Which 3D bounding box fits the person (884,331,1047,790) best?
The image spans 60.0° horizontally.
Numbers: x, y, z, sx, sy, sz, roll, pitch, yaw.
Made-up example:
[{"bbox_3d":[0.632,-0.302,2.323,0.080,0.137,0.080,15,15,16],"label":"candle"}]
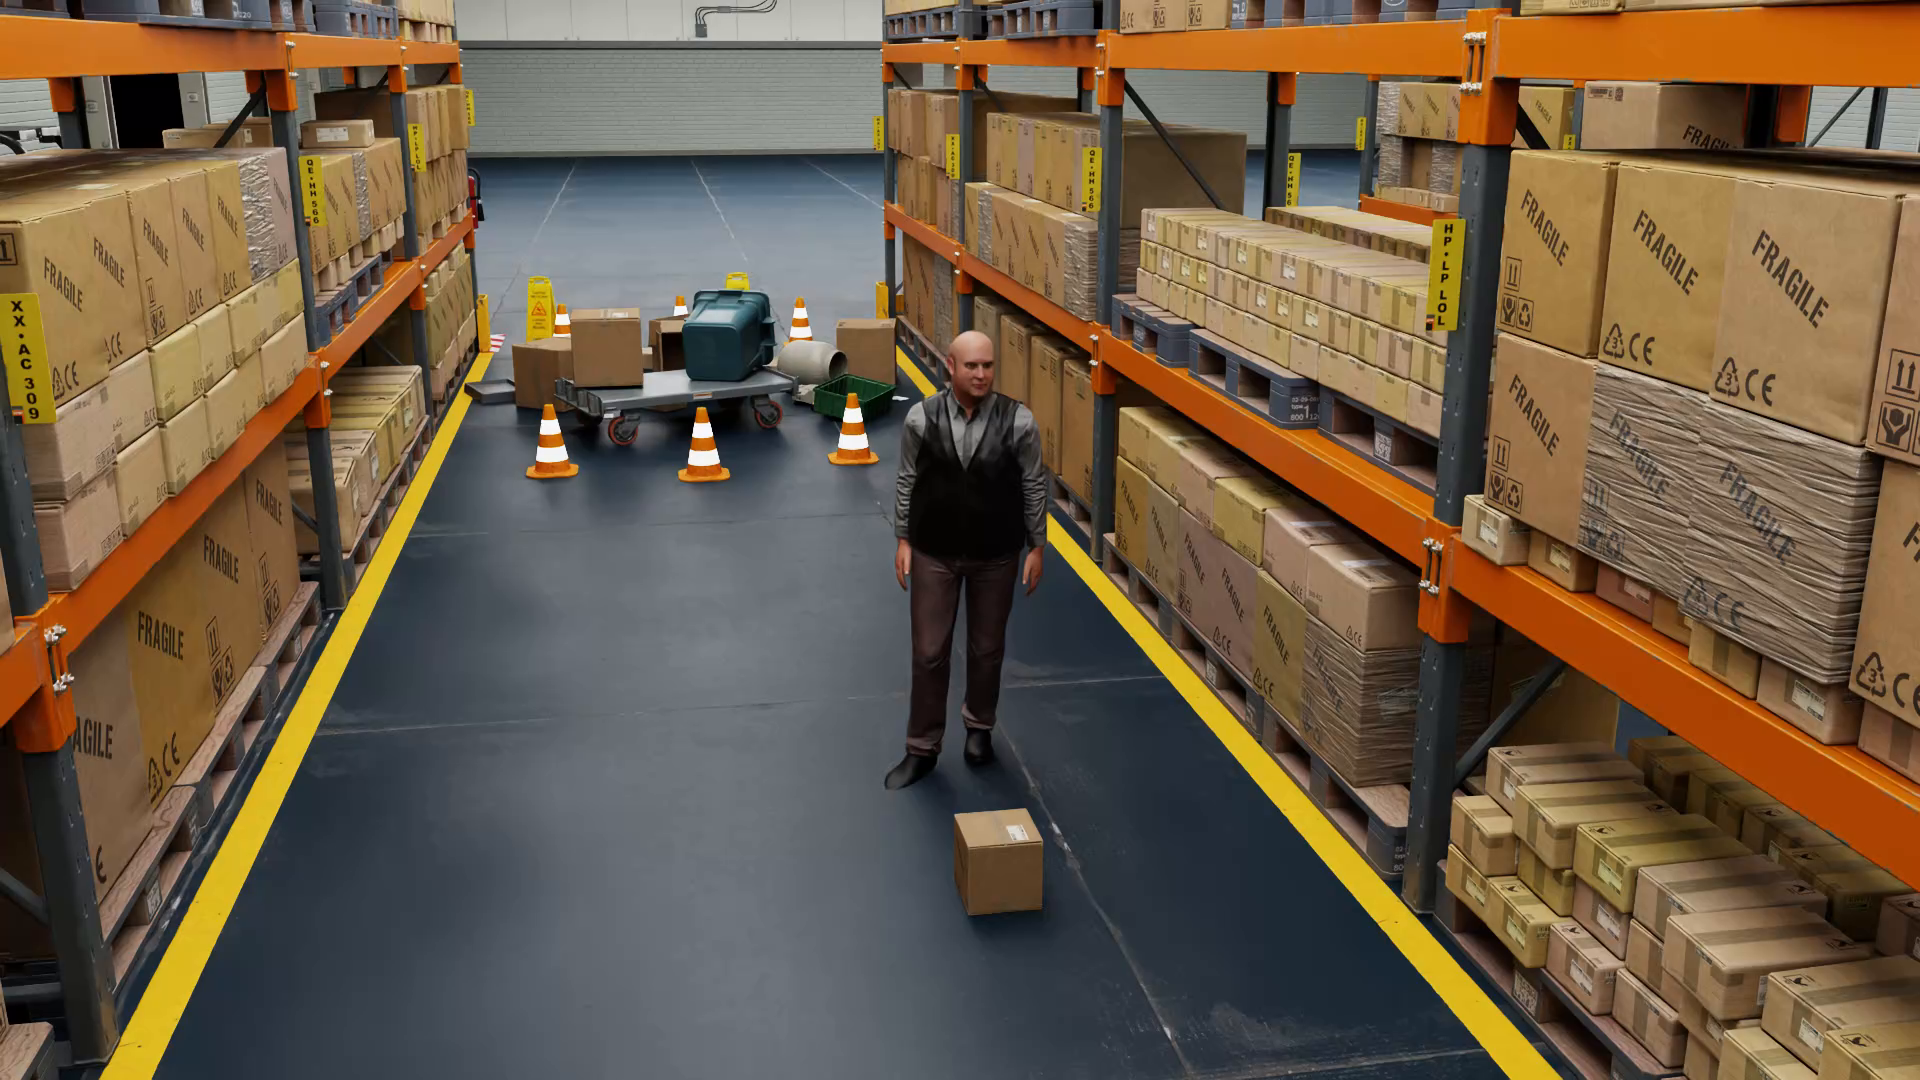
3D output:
[{"bbox_3d":[0.019,0.078,6.360,0.622,1.769,0.499,1,16,2],"label":"person"}]
